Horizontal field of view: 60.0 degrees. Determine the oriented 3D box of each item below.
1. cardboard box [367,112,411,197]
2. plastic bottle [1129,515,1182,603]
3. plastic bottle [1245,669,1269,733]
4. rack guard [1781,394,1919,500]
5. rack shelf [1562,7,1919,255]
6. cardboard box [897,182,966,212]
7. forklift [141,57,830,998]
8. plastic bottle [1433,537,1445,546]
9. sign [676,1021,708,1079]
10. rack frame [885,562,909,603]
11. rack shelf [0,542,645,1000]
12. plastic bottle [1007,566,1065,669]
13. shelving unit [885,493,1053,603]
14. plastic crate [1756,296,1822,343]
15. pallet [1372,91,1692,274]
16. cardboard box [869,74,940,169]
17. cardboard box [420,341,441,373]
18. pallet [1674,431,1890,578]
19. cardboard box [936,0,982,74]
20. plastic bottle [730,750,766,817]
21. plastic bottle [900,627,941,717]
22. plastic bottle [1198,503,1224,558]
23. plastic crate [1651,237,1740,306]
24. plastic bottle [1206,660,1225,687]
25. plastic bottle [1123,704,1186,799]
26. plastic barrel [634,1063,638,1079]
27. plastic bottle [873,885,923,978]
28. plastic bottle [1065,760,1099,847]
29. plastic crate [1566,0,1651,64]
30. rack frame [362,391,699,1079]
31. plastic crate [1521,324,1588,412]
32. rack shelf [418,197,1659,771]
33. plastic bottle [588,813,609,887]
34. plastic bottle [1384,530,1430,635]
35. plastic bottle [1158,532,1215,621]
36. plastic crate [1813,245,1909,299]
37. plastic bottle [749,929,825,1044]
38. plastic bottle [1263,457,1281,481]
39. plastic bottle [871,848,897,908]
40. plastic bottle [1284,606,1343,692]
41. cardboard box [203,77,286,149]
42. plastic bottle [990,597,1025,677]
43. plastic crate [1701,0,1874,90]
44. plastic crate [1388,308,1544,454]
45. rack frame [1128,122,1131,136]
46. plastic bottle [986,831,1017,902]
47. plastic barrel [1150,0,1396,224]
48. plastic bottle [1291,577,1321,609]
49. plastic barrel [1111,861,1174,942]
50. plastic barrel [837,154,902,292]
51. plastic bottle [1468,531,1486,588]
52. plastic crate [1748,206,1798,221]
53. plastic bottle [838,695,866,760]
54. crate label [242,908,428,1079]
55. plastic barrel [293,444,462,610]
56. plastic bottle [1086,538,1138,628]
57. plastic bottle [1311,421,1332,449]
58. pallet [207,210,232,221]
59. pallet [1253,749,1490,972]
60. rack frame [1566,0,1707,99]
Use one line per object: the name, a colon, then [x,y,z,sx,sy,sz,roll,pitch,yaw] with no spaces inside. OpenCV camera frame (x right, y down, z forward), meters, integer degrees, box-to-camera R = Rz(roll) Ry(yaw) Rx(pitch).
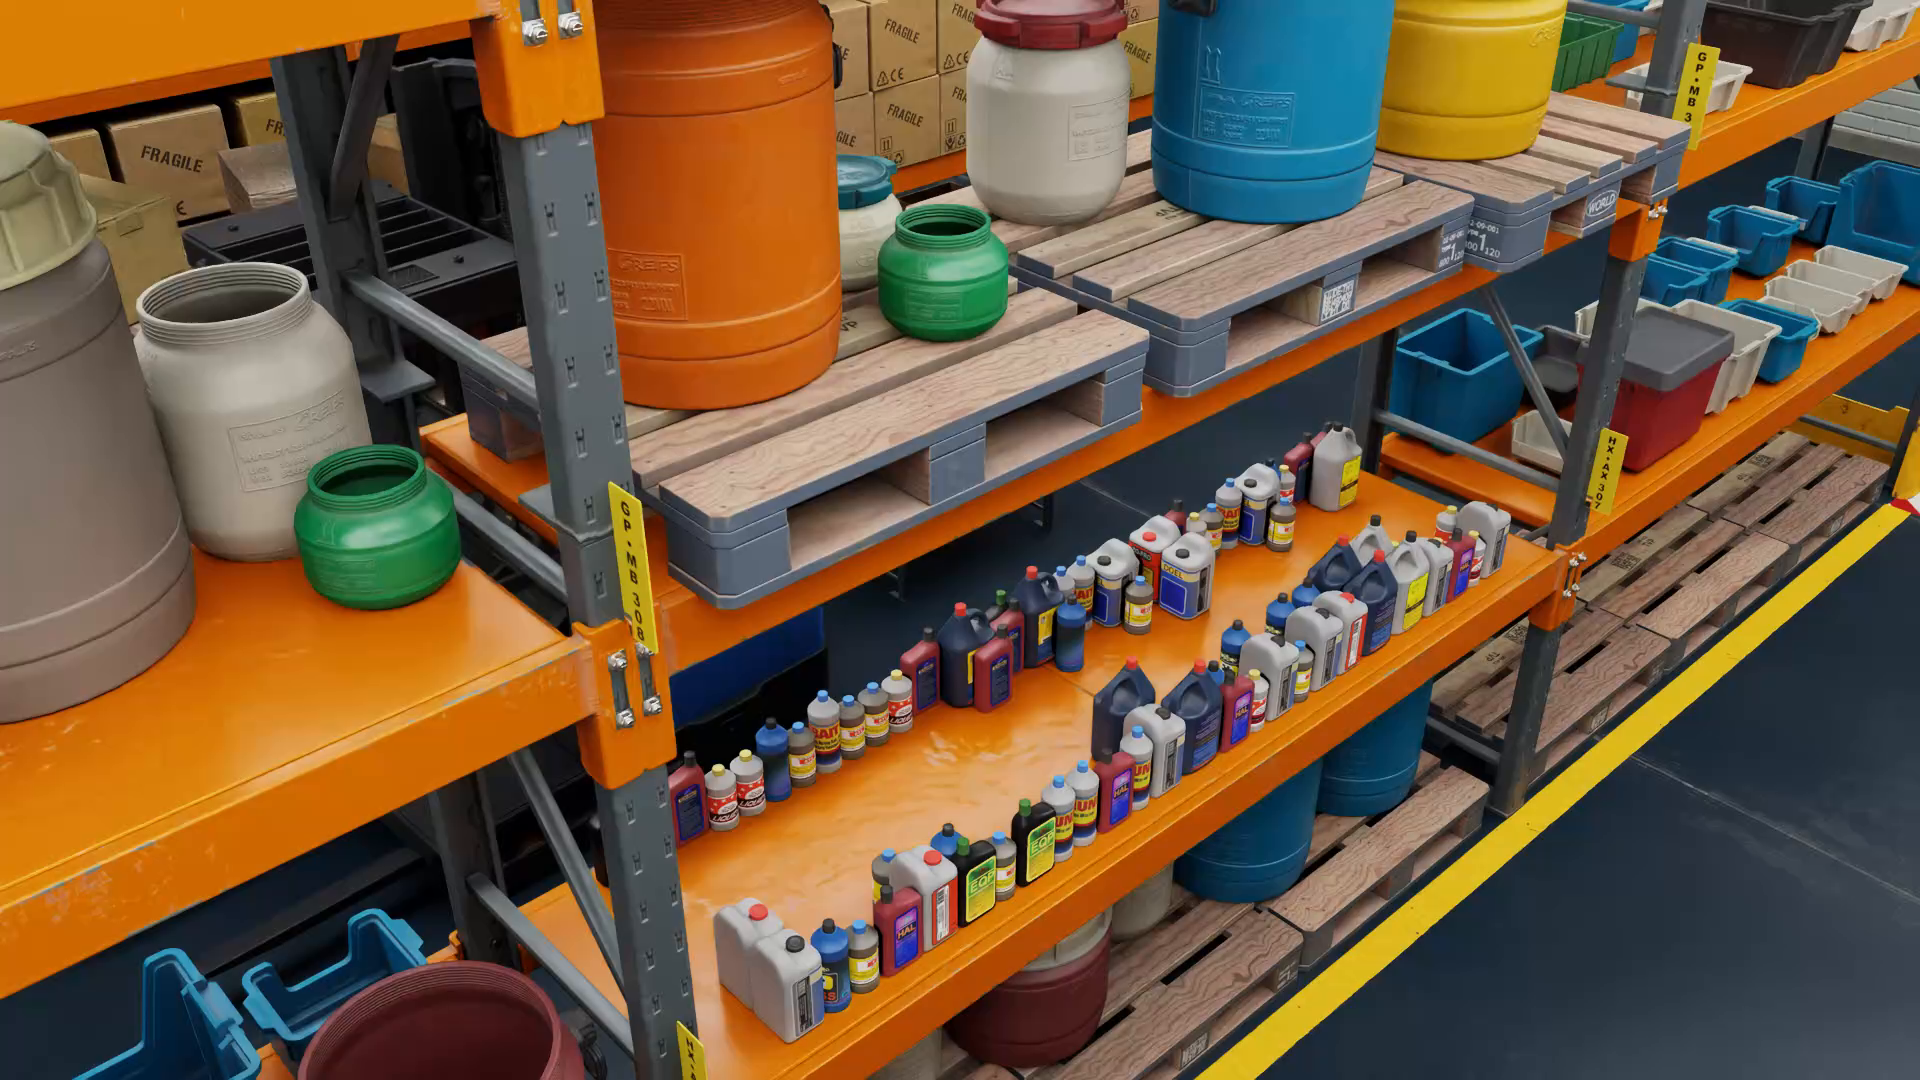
cardboard box: [-2.656,-1.806,8.330,0.700,0.500,0.500,18,36,27]
plastic bottle: [0.685,0.061,5.893,0.135,0.276,0.152,-26,40,-35]
plastic bottle: [0.920,0.500,5.248,0.097,0.201,0.097,0,31,0]
rack guard: [4.904,-0.704,9.422,0.348,0.500,1.175,-26,40,-35]
rack shelf: [3.429,-2.021,6.993,4.000,0.370,1.077,-26,40,-35]
cardboard box: [-0.028,-2.026,11.158,0.637,0.503,0.797,-26,40,-35]
forklift: [-1.978,-0.154,6.193,1.130,2.935,3.031,27,40,37]
plastic bottle: [1.688,0.085,5.925,0.097,0.201,0.097,0,31,0]
sign: [-0.591,1.219,3.725,0.005,0.325,0.100,-26,40,-35]
rack frame: [-0.435,-0.429,8.014,0.032,1.500,0.500,-26,40,-35]
rack shelf: [-2.437,0.817,2.353,4.000,0.370,1.077,-26,40,-35]
plastic bottle: [0.252,0.236,5.536,0.185,0.351,0.144,-26,40,-35]
shelving unit: [-0.063,-0.610,8.309,1.048,1.500,0.538,-26,40,-35]
plastic crate: [3.806,-0.994,7.696,0.250,0.136,0.298,-26,40,-35]
pallet: [1.454,-1.222,5.179,1.003,0.211,1.213,-26,40,-35]
cardboard box: [-0.470,-2.537,9.927,0.500,0.500,0.500,-25,39,-35]
cardboard box: [-3.024,-1.065,8.871,0.500,0.250,0.500,-27,40,-36]
pallet: [4.265,-0.290,9.022,1.213,0.211,1.003,-26,40,-35]
cardboard box: [-0.111,-3.129,9.937,0.500,0.500,0.500,-27,41,-37]
plastic bottle: [-0.626,0.708,4.907,0.097,0.201,0.097,0,31,0]
plastic bottle: [-0.126,0.418,5.303,0.133,0.283,0.061,-26,40,-35]
plastic bottle: [0.921,-0.040,6.131,0.097,0.201,0.097,0,31,0]
plastic crate: [3.525,-1.283,8.075,0.300,0.233,0.416,-26,40,-35]
plastic bottle: [0.781,0.494,5.190,0.097,0.271,0.097,0,31,0]
plastic bottle: [0.583,0.612,4.993,0.135,0.276,0.152,-26,40,-35]
plastic barrel: [-0.623,1.647,4.859,0.708,0.830,0.600,-26,40,-35]
plastic bottle: [-0.161,1.001,4.349,0.133,0.283,0.061,-26,40,-35]
plastic bottle: [0.348,0.747,4.776,0.097,0.271,0.097,0,31,0]
plastic crate: [2.413,-1.992,6.417,0.300,0.233,0.416,-26,40,-35]
rack frame: [-0.971,1.080,4.108,0.127,3.000,1.000,-26,40,-35]
plastic crate: [2.601,-0.746,7.301,0.590,0.125,0.437,-26,40,-35]
rack shelf: [0.496,-0.602,4.673,4.000,0.370,1.077,-26,40,-35]
plastic bottle: [-0.964,0.824,4.640,0.133,0.283,0.061,-26,40,-35]
plastic bottle: [1.511,0.134,5.703,0.185,0.351,0.144,-26,40,-35]
plastic bottle: [0.789,0.120,5.798,0.135,0.276,0.152,-26,40,-35]
plastic crate: [4.421,-1.312,8.215,0.243,0.136,0.396,-26,40,-35]
plastic bottle: [-0.434,1.104,4.189,0.135,0.276,0.152,-26,40,-35]
plastic bottle: [1.162,-0.187,6.304,0.097,0.271,0.097,0,31,0]
plastic bottle: [-0.193,0.930,4.544,0.097,0.201,0.097,0,31,0]
plastic bottle: [1.157,0.334,5.447,0.135,0.276,0.152,-26,40,-35]
cardboard box: [-5.162,-3.110,12.619,0.750,0.750,0.750,-25,40,-35]
plastic bottle: [0.149,0.329,5.449,0.133,0.283,0.061,-26,40,-35]
plastic crate: [3.060,-1.898,6.229,0.590,0.269,0.497,-26,40,-35]
plastic crate: [2.073,-0.653,6.901,0.575,0.384,0.392,-26,40,-35]
rack frame: [1.530,-3.653,11.849,0.127,3.000,1.000,-26,40,-35]
plastic bottle: [0.107,0.893,4.604,0.097,0.201,0.097,0,31,0]
plastic barrel: [0.815,-1.347,4.319,0.708,0.901,0.600,-26,40,-35]
plastic bottle: [1.157,0.247,5.594,0.097,0.271,0.097,0,31,0]
plastic barrel: [0.558,1.148,5.980,0.421,0.512,0.421,0,31,0]
plastic barrel: [-0.284,-0.756,3.965,0.301,0.262,0.301,0,31,0]
plastic bottle: [1.827,0.061,5.965,0.097,0.201,0.097,0,31,0]
plastic crate: [4.199,-1.627,8.730,0.298,0.136,0.250,-26,40,-35]
plastic bottle: [-0.341,0.570,5.133,0.097,0.201,0.097,0,31,0]
crate label: [-1.534,1.158,4.142,0.416,0.233,0.303,-26,40,-35]
plastic barrel: [-1.117,-0.026,3.191,0.294,0.245,0.294,0,31,0]
plastic bottle: [0.515,0.144,5.759,0.135,0.276,0.152,-26,40,-35]
plastic bottle: [1.404,-0.322,6.513,0.133,0.283,0.061,-26,40,-35]
pallet: [-5.288,-2.636,12.859,1.213,0.211,1.003,-26,40,-35]
pallet: [1.368,1.109,6.734,1.213,0.211,1.003,-26,40,-35]
rack frame: [1.963,-2.898,4.863,0.127,3.000,1.000,-26,40,-35]
